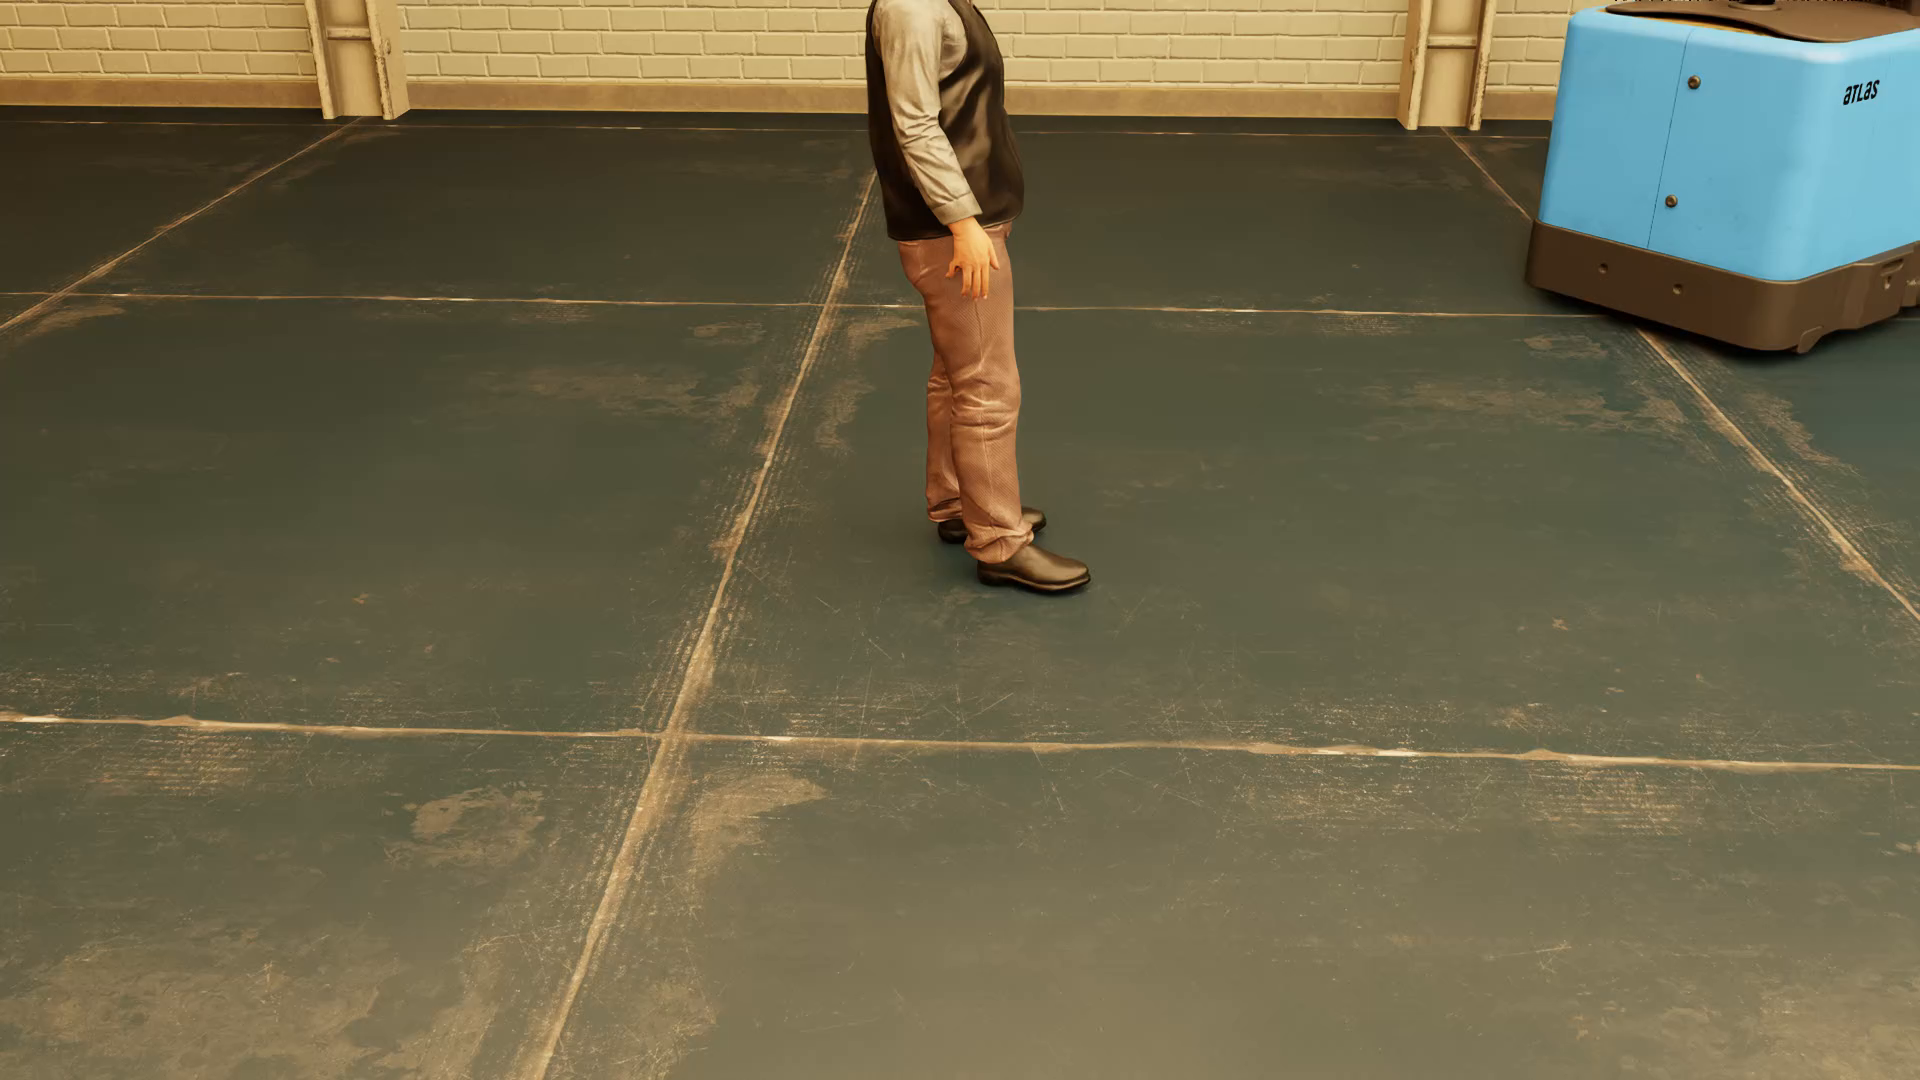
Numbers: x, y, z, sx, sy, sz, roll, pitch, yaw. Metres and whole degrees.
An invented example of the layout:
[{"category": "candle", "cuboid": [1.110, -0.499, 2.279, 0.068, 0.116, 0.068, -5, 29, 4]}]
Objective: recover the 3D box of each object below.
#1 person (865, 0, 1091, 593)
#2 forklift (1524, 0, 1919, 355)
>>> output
[{"category": "person", "cuboid": [0.061, -0.774, 4.128, 0.568, 1.720, 0.632, 1, 26, 2]}, {"category": "forklift", "cuboid": [3.651, -2.459, 6.193, 3.031, 2.935, 1.130, -18, 31, -32]}]
